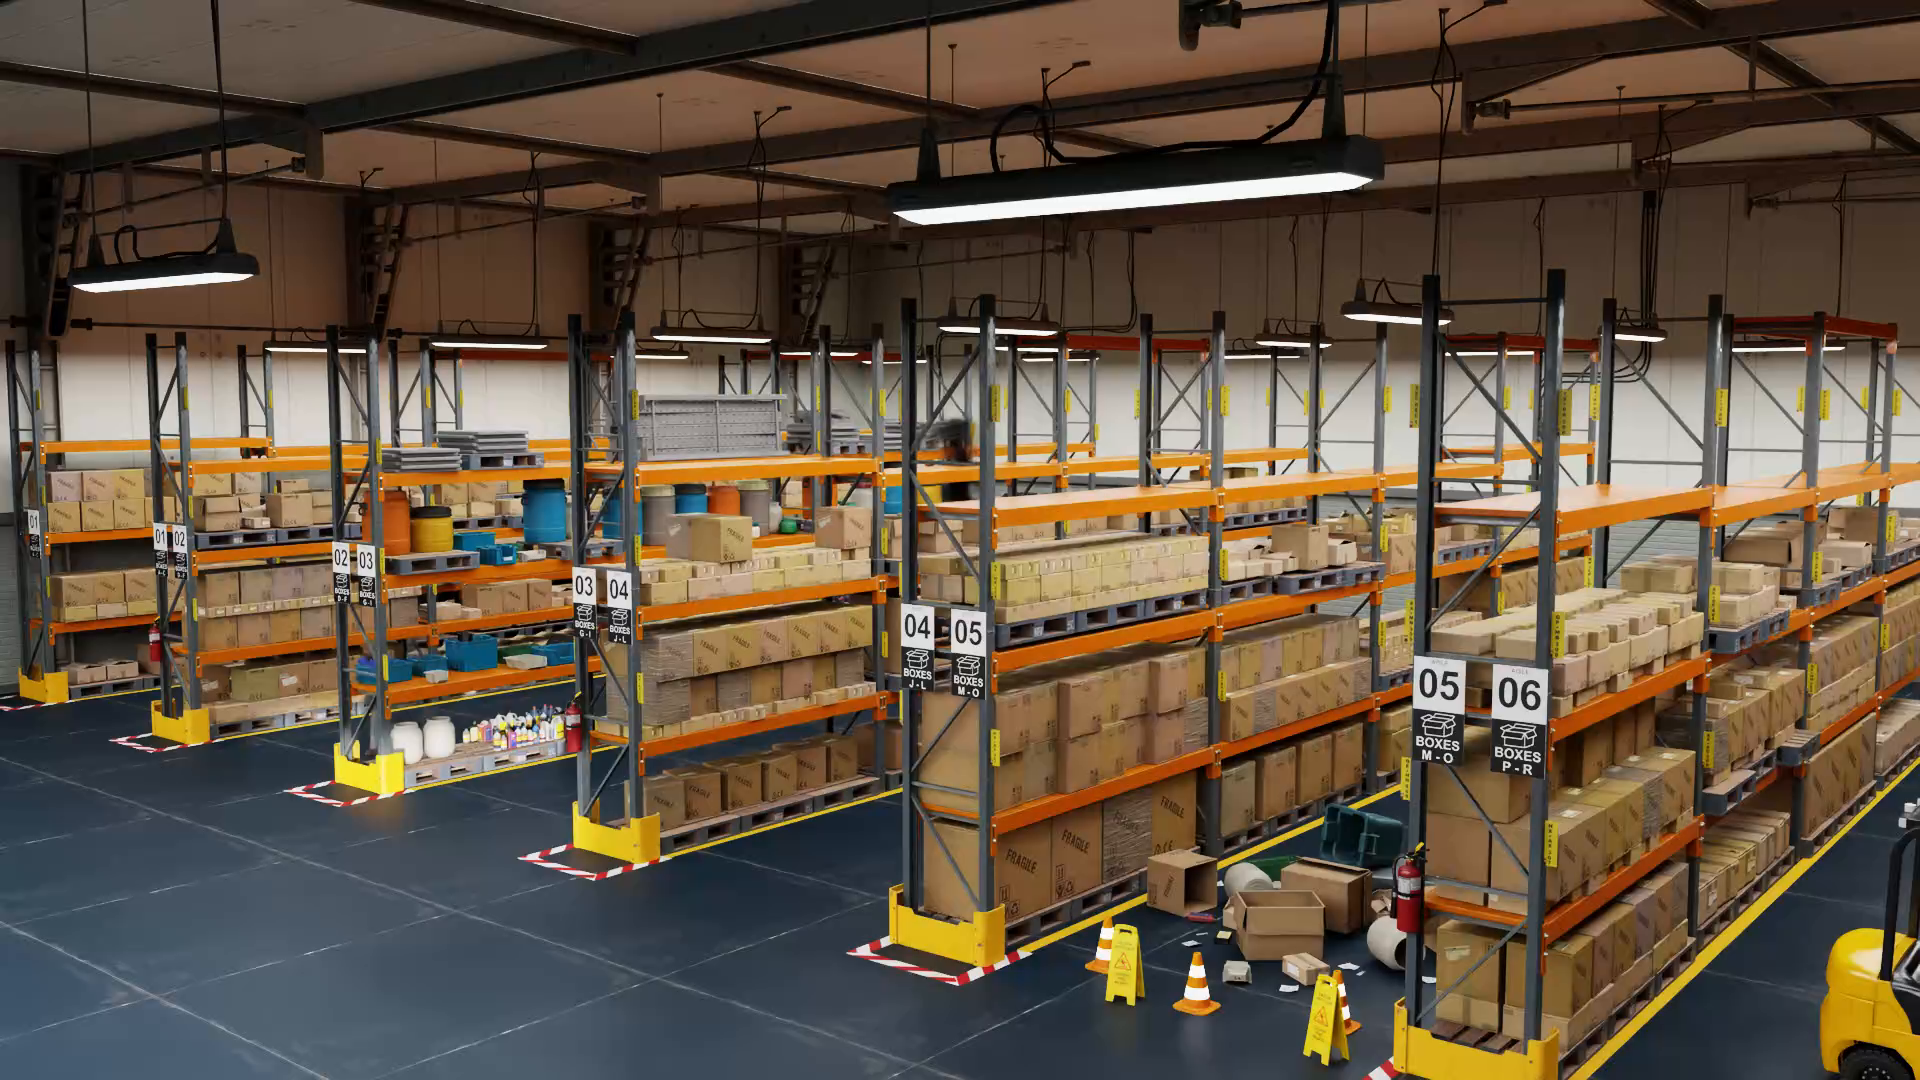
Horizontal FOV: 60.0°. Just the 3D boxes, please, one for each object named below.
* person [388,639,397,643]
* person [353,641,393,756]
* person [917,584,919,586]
[{"bbox_3d":[-10.362,1.651,29.895,0.676,1.735,0.819,-1,5,-8],"label":"person"},{"bbox_3d":[-8.354,2.226,23.846,0.563,1.613,0.889,1,5,10],"label":"person"},{"bbox_3d":[-0.936,0.589,41.033,0.704,1.800,0.803,-2,6,-23],"label":"person"}]
